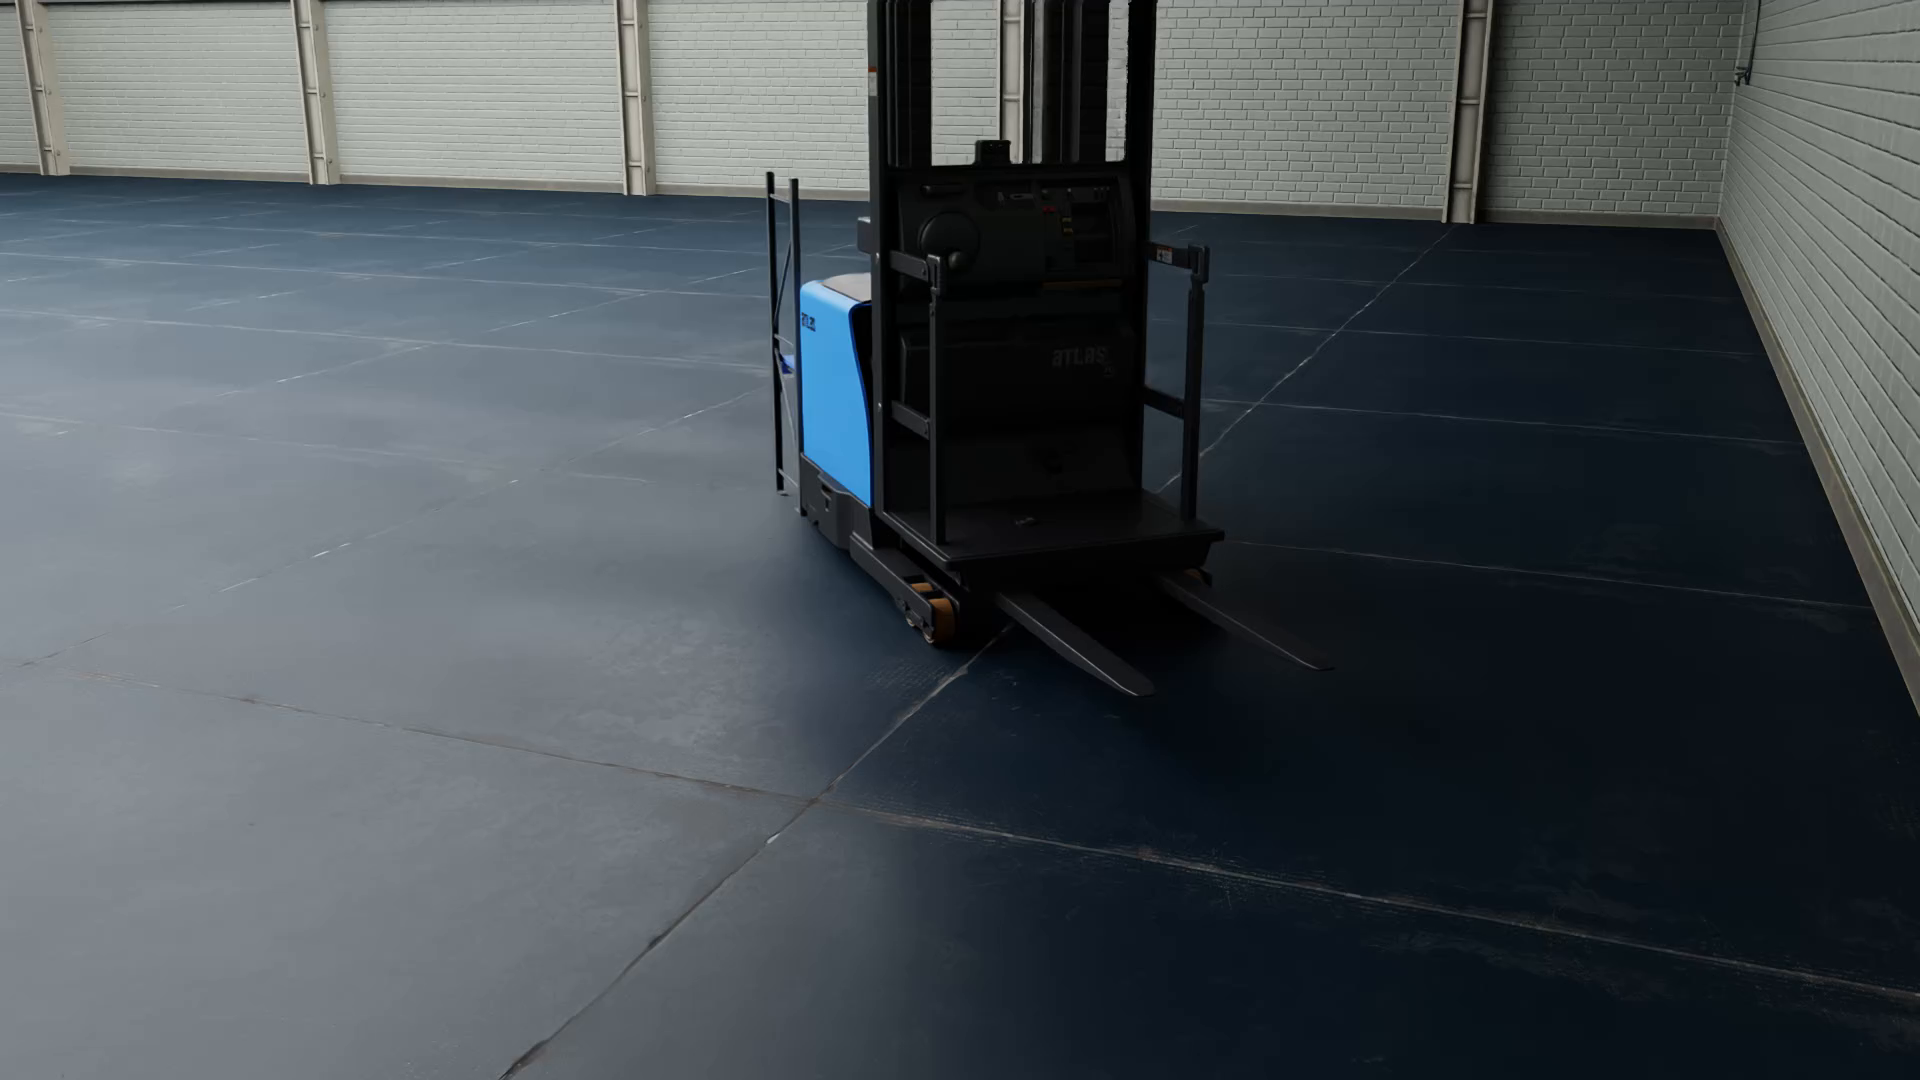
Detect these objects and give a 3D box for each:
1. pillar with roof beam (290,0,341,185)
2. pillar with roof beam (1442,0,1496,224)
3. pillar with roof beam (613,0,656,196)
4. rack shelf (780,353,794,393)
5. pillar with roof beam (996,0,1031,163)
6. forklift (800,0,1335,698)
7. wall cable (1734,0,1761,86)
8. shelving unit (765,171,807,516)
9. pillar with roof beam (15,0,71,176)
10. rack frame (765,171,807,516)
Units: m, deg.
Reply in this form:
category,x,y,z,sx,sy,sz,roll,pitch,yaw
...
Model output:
category,x,y,z,sx,sy,sz,roll,pitch,yaw
pillar with roof beam,-12.013,-9.066,22.260,0.400,9.000,9.100,6,17,21
pillar with roof beam,4.732,-7.224,15.918,0.400,9.000,9.100,6,17,21
pillar with roof beam,-6.431,-8.452,20.146,0.400,9.000,9.100,6,17,21
rack shelf,-0.312,-0.771,7.785,1.000,0.185,0.538,-6,17,-19
pillar with roof beam,-0.850,-7.838,18.032,0.400,9.000,9.100,6,17,21
forklift,0.290,-1.168,5.941,1.130,2.935,3.031,-6,17,-20
wall cable,8.567,-6.205,17.977,0.112,2.526,3.097,6,17,21
shelving unit,-0.312,-0.944,7.735,1.048,1.500,0.538,-6,17,-19
pillar with roof beam,-17.594,-9.679,24.374,0.400,9.000,9.100,6,17,21
rack frame,-0.792,-0.897,7.573,0.032,1.500,0.500,-6,17,-19
